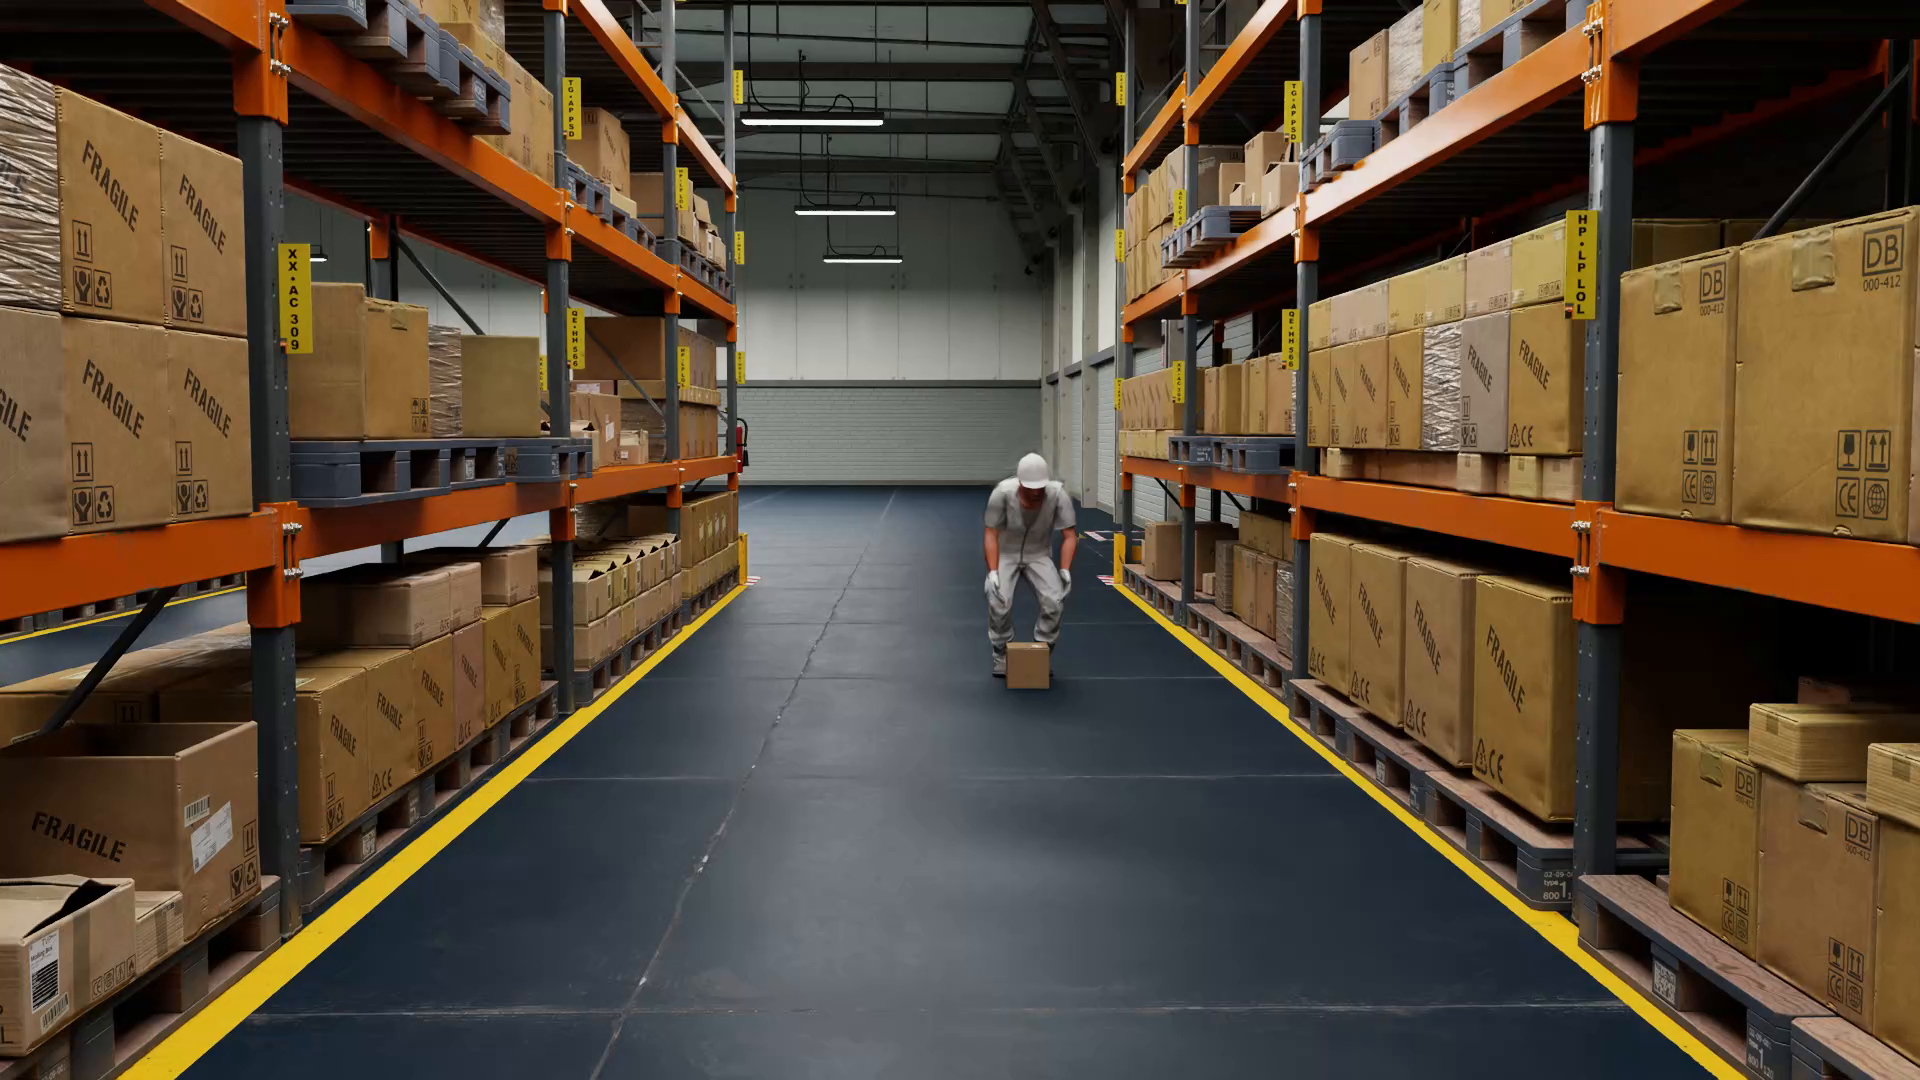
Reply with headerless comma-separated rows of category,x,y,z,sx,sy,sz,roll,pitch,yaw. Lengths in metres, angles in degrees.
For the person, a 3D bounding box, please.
person,0.440,0.158,10.470,0.584,1.412,0.766,0,4,-1
